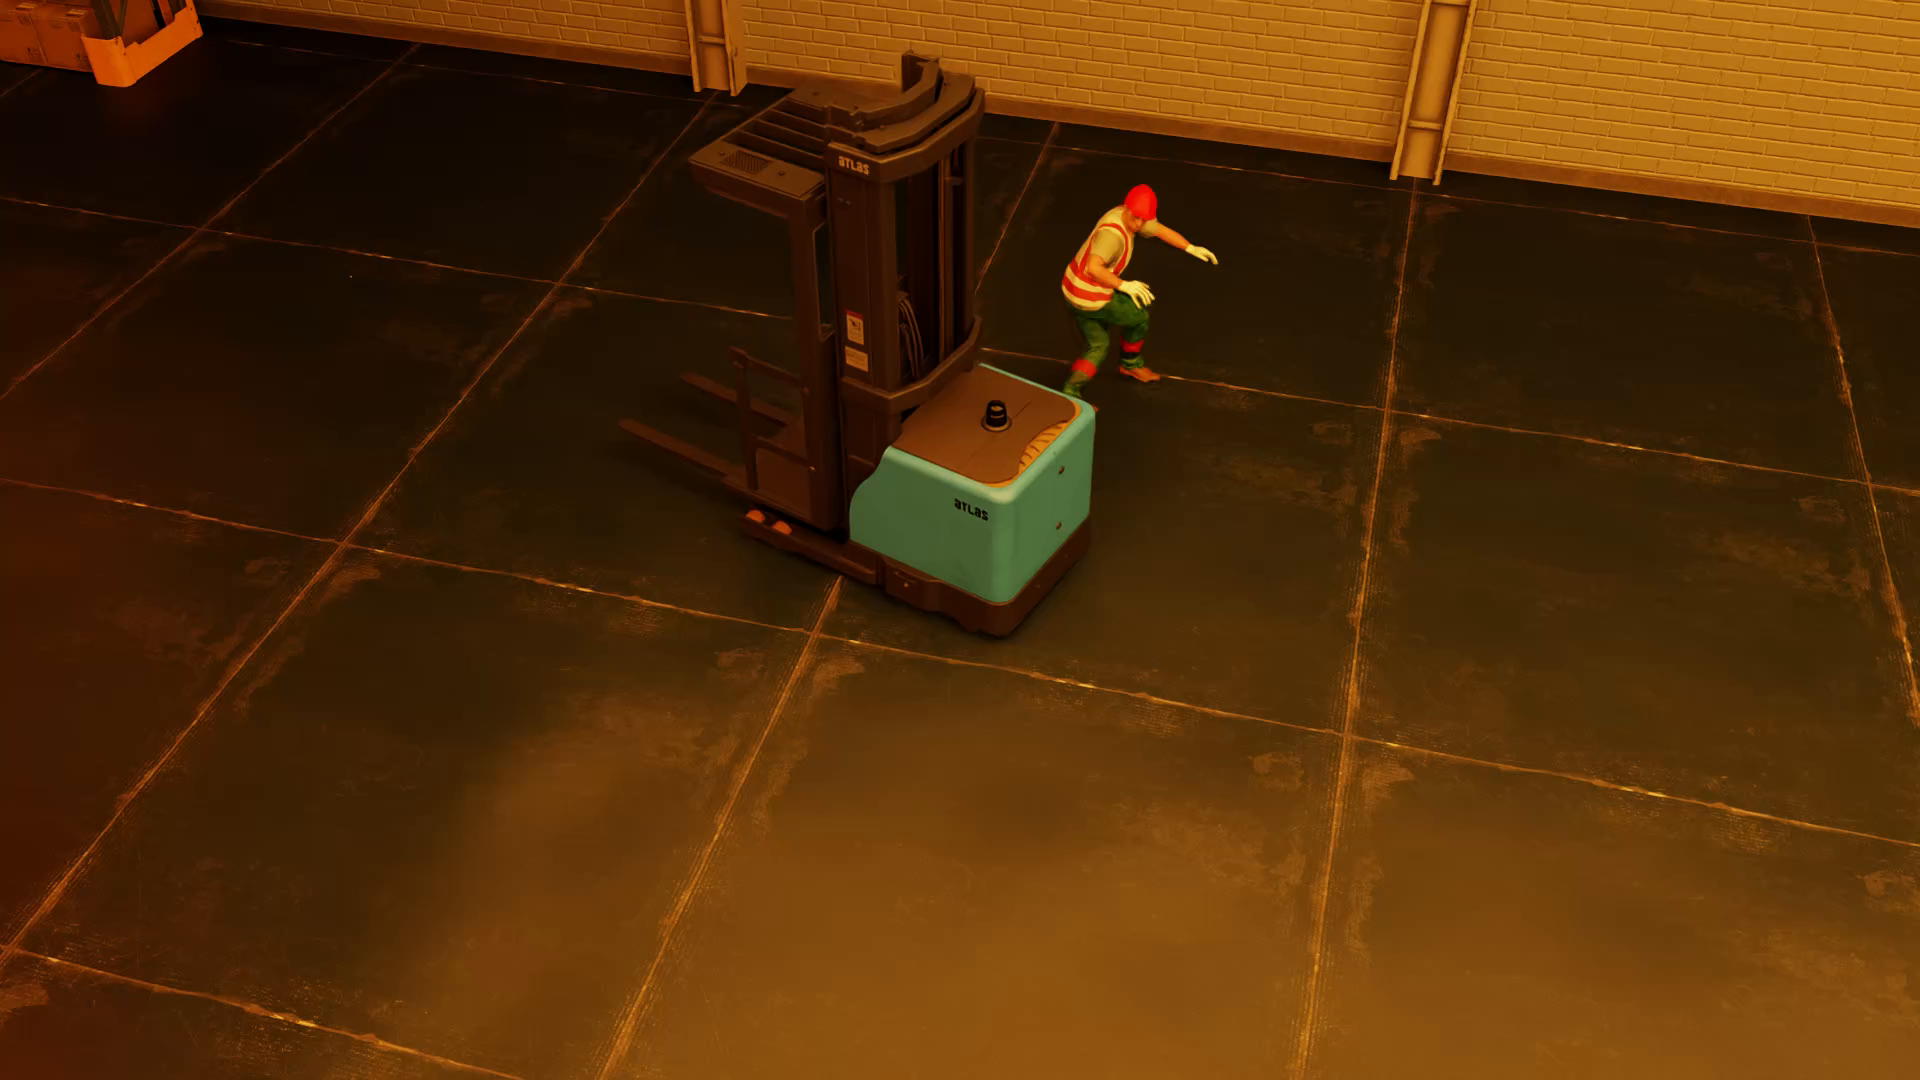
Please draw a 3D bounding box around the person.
[{"bbox_3d":[1.141,-1.513,10.678,1.147,1.553,0.911,-8,42,-9],"label":"person"}]

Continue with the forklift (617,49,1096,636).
[{"bbox_3d":[-0.737,-1.316,9.363,3.031,2.935,1.130,23,46,24],"label":"forklift"}]
